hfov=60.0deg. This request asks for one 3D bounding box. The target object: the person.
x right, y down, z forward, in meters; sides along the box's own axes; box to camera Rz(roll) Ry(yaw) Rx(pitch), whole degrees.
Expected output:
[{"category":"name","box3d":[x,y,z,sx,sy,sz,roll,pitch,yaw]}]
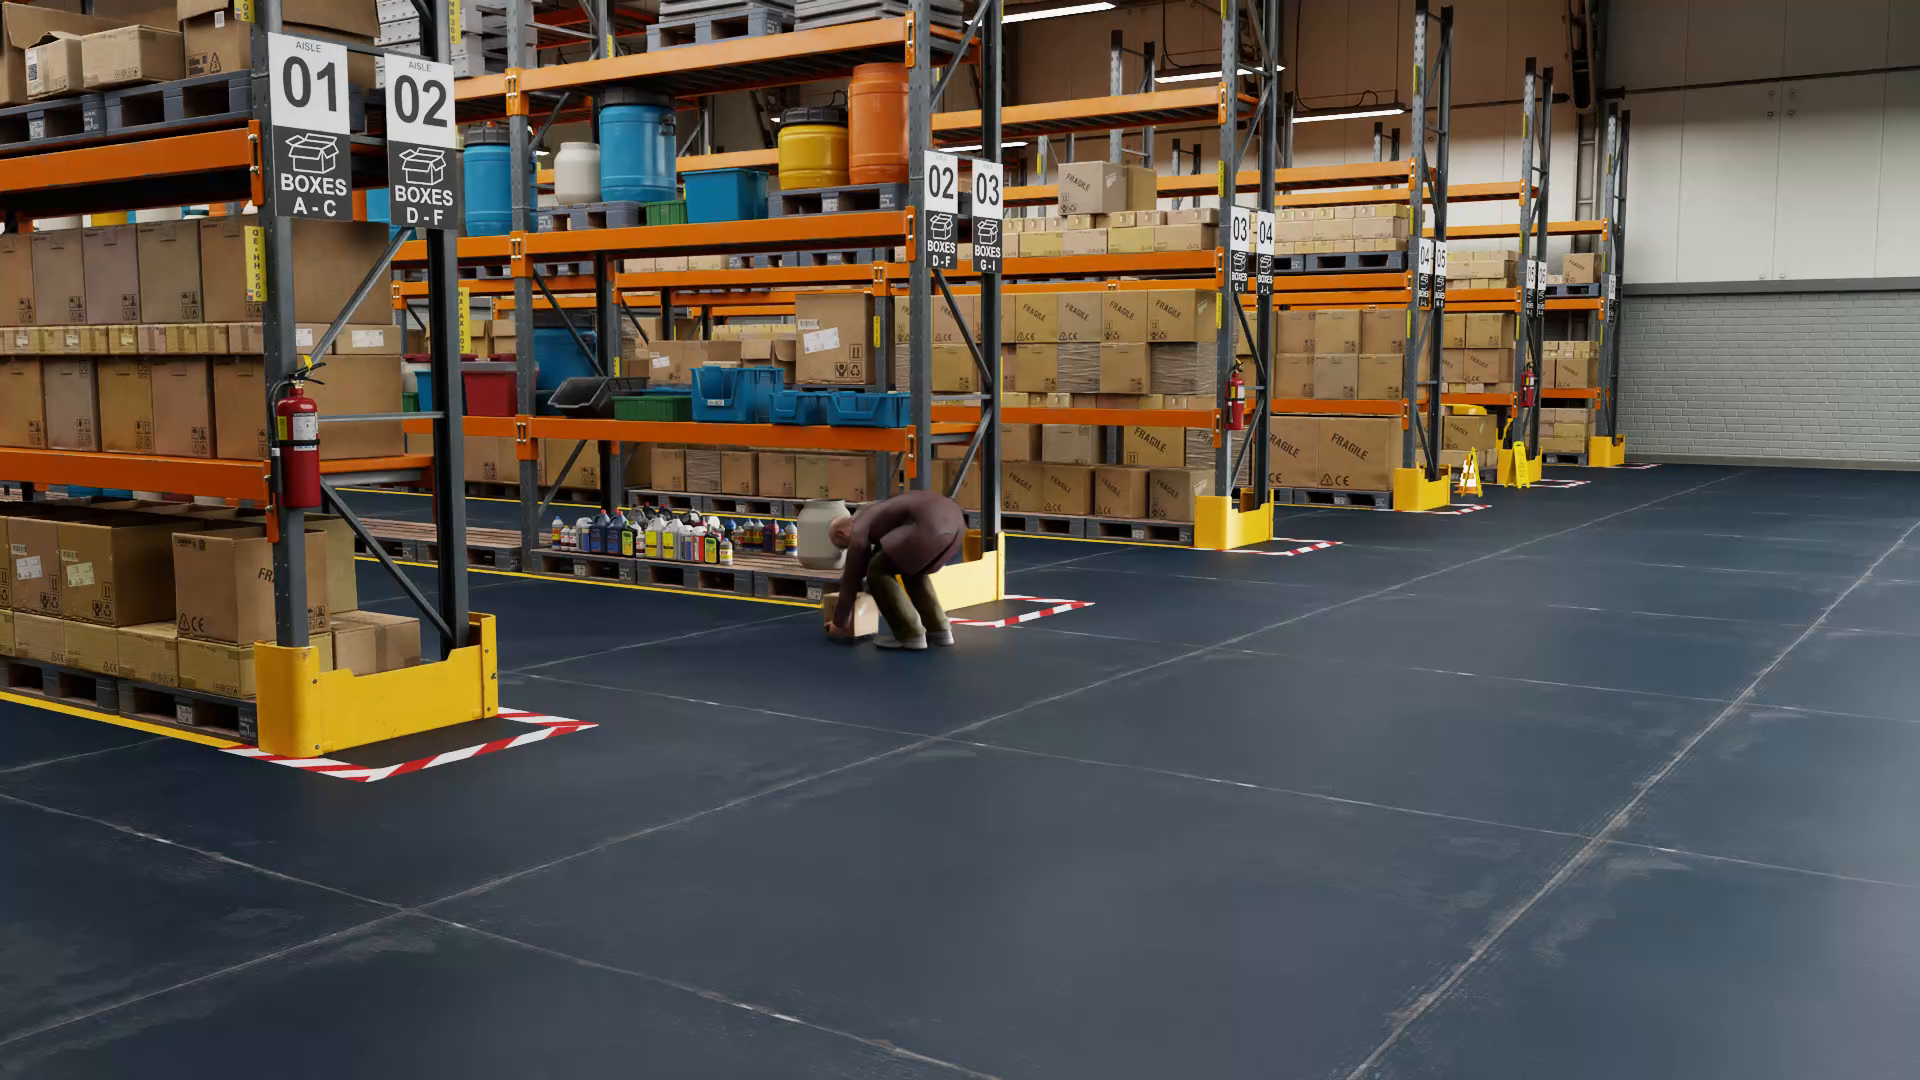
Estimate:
[{"category":"person","box3d":[-0.407,0.167,10.403,0.942,0.981,0.585,4,7,31]}]
